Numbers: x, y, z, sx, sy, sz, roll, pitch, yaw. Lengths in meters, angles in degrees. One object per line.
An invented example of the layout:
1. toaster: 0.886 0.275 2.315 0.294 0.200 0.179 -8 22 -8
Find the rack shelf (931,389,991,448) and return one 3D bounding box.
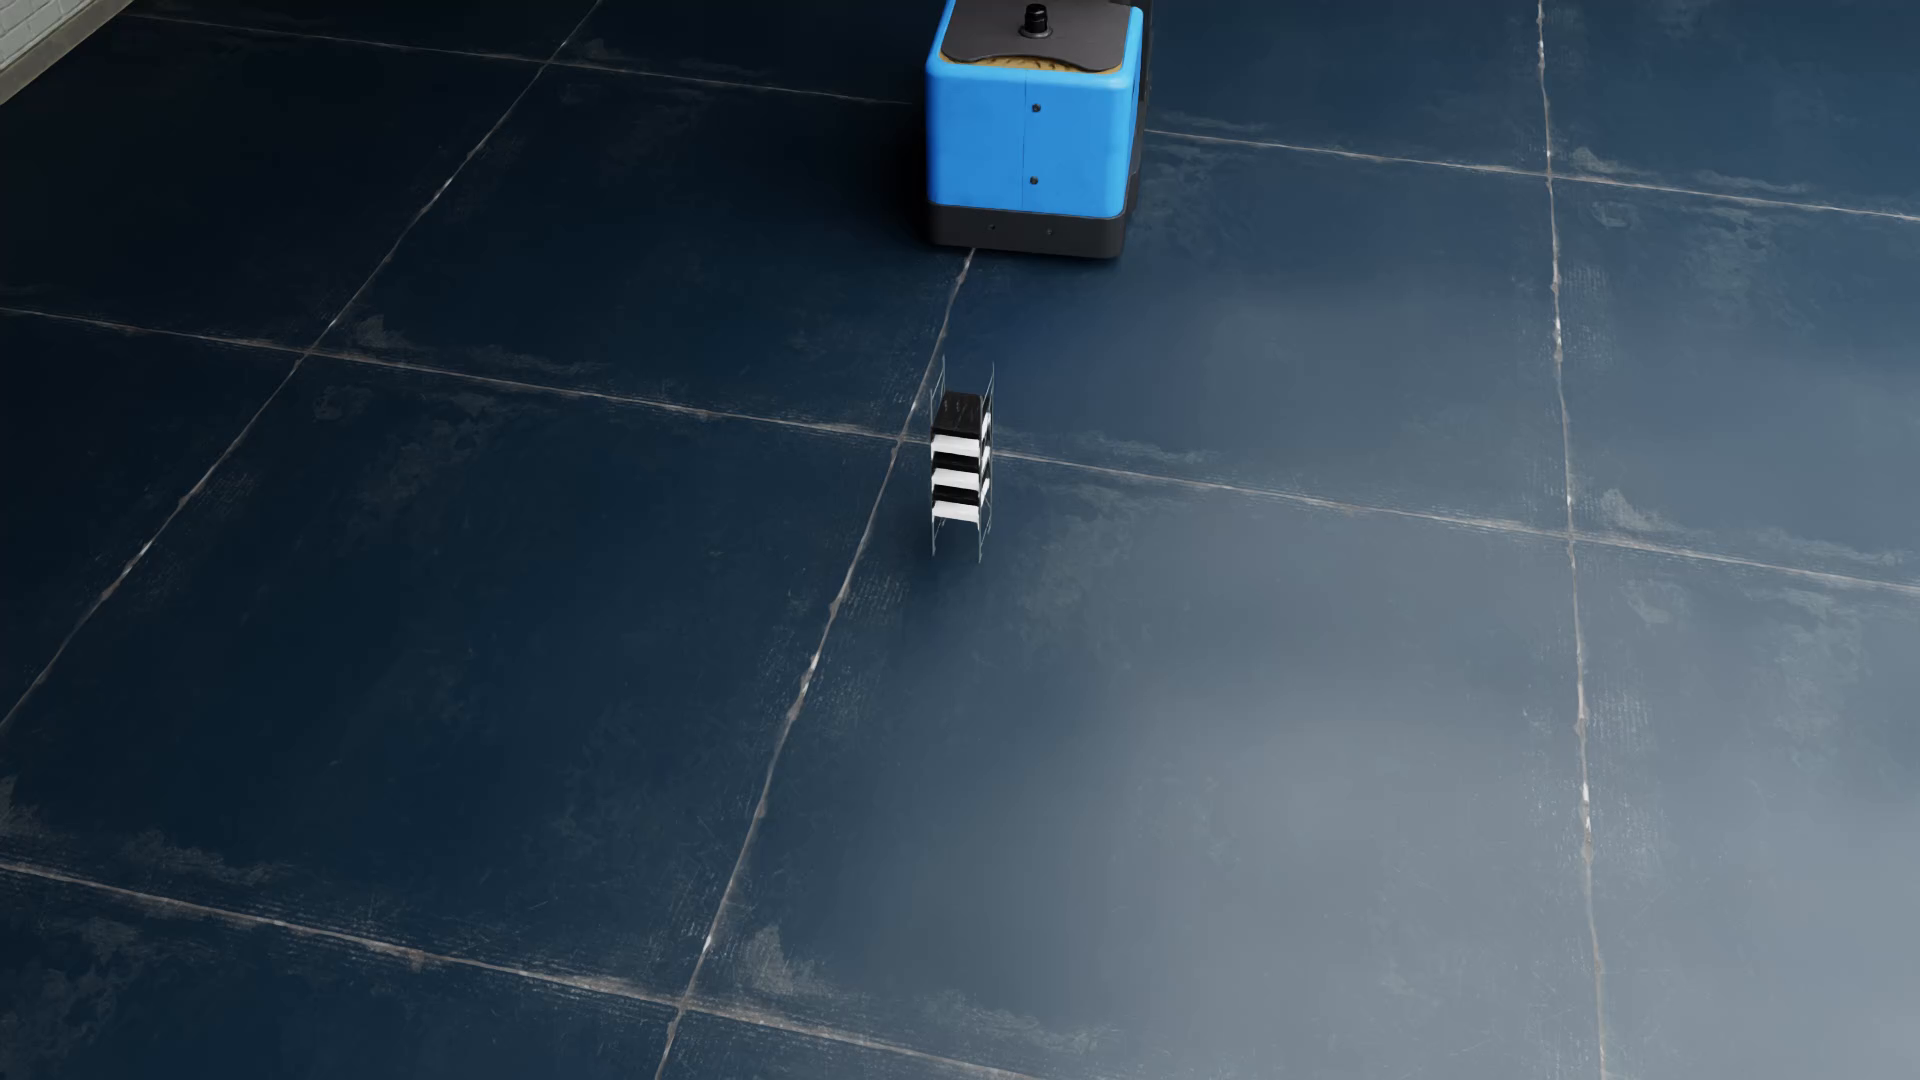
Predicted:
1. rack shelf: 0.008 -0.493 6.733 0.200 0.077 0.258 9 45 9

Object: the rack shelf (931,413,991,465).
1. rack shelf: 0.008 -0.429 6.795 0.200 0.077 0.258 9 45 9

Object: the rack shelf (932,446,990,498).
1. rack shelf: 0.008 -0.299 6.920 0.200 0.077 0.258 9 45 9

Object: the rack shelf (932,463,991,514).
1. rack shelf: 0.008 -0.234 6.982 0.200 0.077 0.258 9 45 9

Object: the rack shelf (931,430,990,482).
1. rack shelf: 0.008 -0.364 6.857 0.200 0.077 0.258 9 45 9

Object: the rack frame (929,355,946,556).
1. rack frame: -0.091 -0.338 6.913 0.006 0.900 0.240 9 45 9

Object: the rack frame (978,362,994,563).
1. rack frame: 0.107 -0.308 6.881 0.006 0.900 0.240 9 45 9

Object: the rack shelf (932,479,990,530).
1. rack shelf: 0.008 -0.169 7.045 0.200 0.077 0.258 9 45 9

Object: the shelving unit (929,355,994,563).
1. shelving unit: 0.008 -0.323 6.897 0.210 0.900 0.258 9 45 9

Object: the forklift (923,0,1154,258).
1. forklift: 0.540 -3.546 8.780 1.130 2.935 3.031 6 44 6
